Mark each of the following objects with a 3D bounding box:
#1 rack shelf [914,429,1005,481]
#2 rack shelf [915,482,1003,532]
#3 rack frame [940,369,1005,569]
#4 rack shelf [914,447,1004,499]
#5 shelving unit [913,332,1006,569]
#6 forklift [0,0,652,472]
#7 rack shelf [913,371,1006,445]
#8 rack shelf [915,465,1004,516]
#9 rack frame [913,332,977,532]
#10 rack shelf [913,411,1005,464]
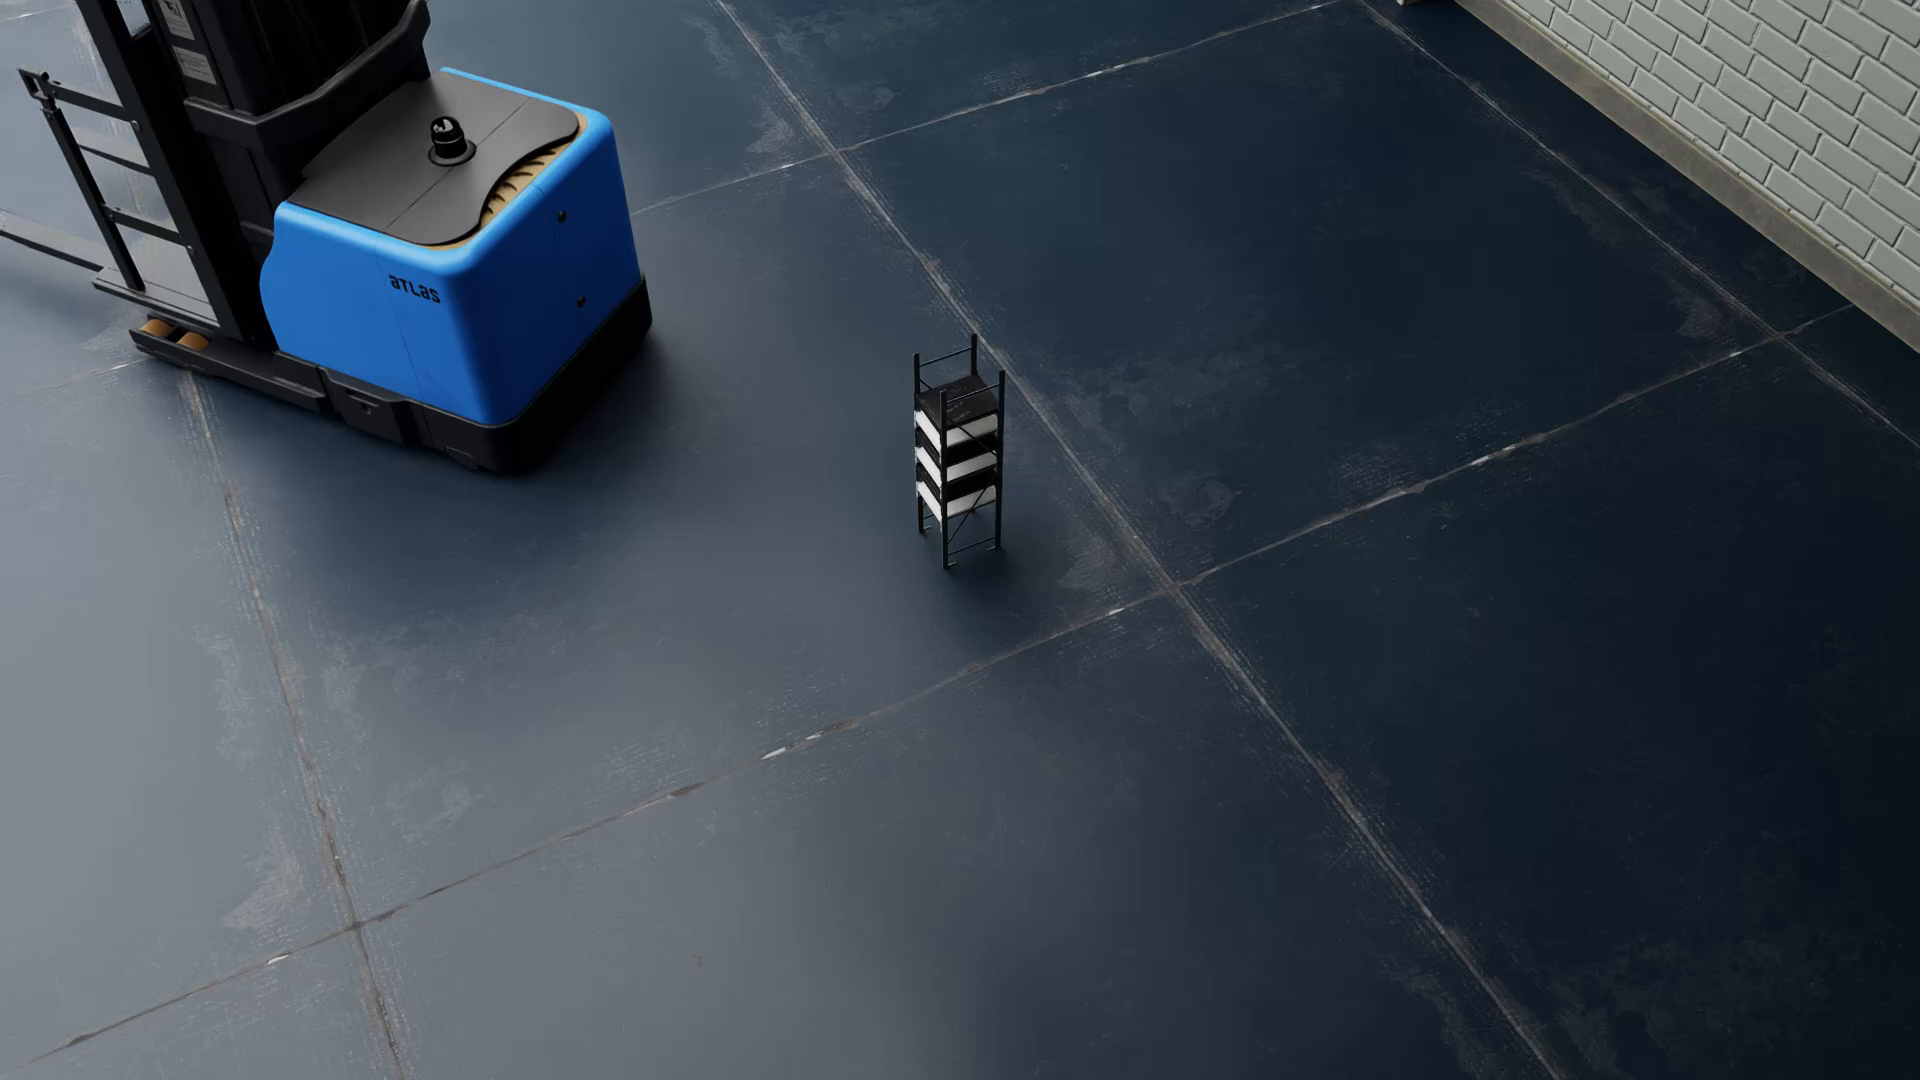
[{"bbox_3d":[-0.004,-0.339,5.873,0.258,0.077,0.200,-21,52,-18],"label":"rack shelf"},{"bbox_3d":[-0.004,-0.161,6.077,0.258,0.077,0.200,-21,52,-18],"label":"rack shelf"},{"bbox_3d":[0.043,-0.234,5.857,0.240,0.900,0.006,-21,52,-18],"label":"rack frame"},{"bbox_3d":[-0.004,-0.280,5.941,0.258,0.077,0.200,-21,52,-18],"label":"rack shelf"},{"bbox_3d":[-0.004,-0.302,5.916,0.258,0.900,0.210,-21,52,-18],"label":"shelving unit"},{"bbox_3d":[-2.845,-1.992,6.045,3.031,2.935,1.130,19,52,16],"label":"forklift"},{"bbox_3d":[-0.004,-0.458,5.738,0.258,0.077,0.200,-21,52,-18],"label":"rack shelf"},{"bbox_3d":[-0.004,-0.220,6.009,0.258,0.077,0.200,-21,52,-18],"label":"rack shelf"},{"bbox_3d":[-0.050,-0.370,5.976,0.240,0.900,0.006,-21,52,-18],"label":"rack frame"},{"bbox_3d":[-0.004,-0.398,5.806,0.258,0.077,0.200,-21,52,-18],"label":"rack shelf"}]
